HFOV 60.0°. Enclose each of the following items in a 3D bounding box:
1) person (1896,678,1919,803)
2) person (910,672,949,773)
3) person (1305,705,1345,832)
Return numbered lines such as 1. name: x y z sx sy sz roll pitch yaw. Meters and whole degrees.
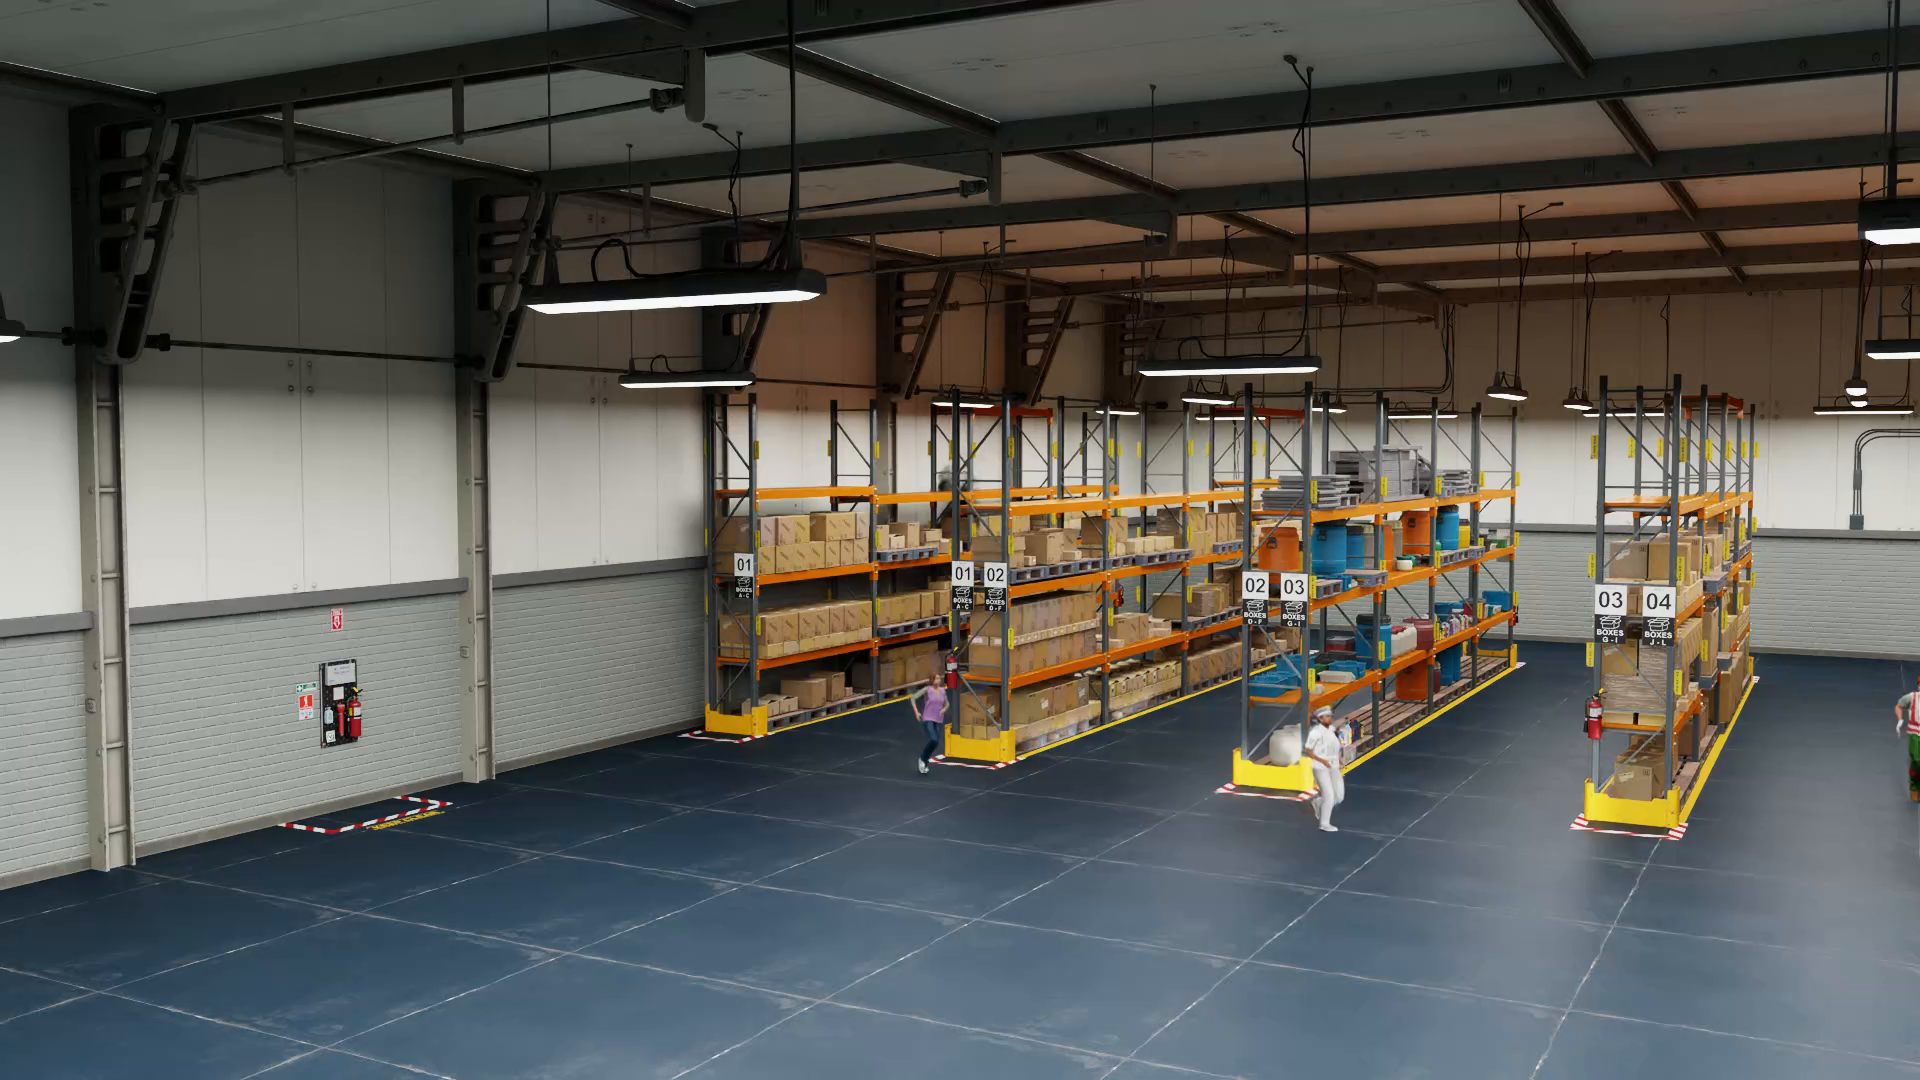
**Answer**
1. person: 13.752 2.827 23.746 0.642 1.826 0.747 1 3 19
2. person: -0.418 2.820 25.755 0.552 1.553 0.550 -2 4 -37
3. person: 4.800 2.990 21.900 0.573 1.650 0.584 -2 4 -33
